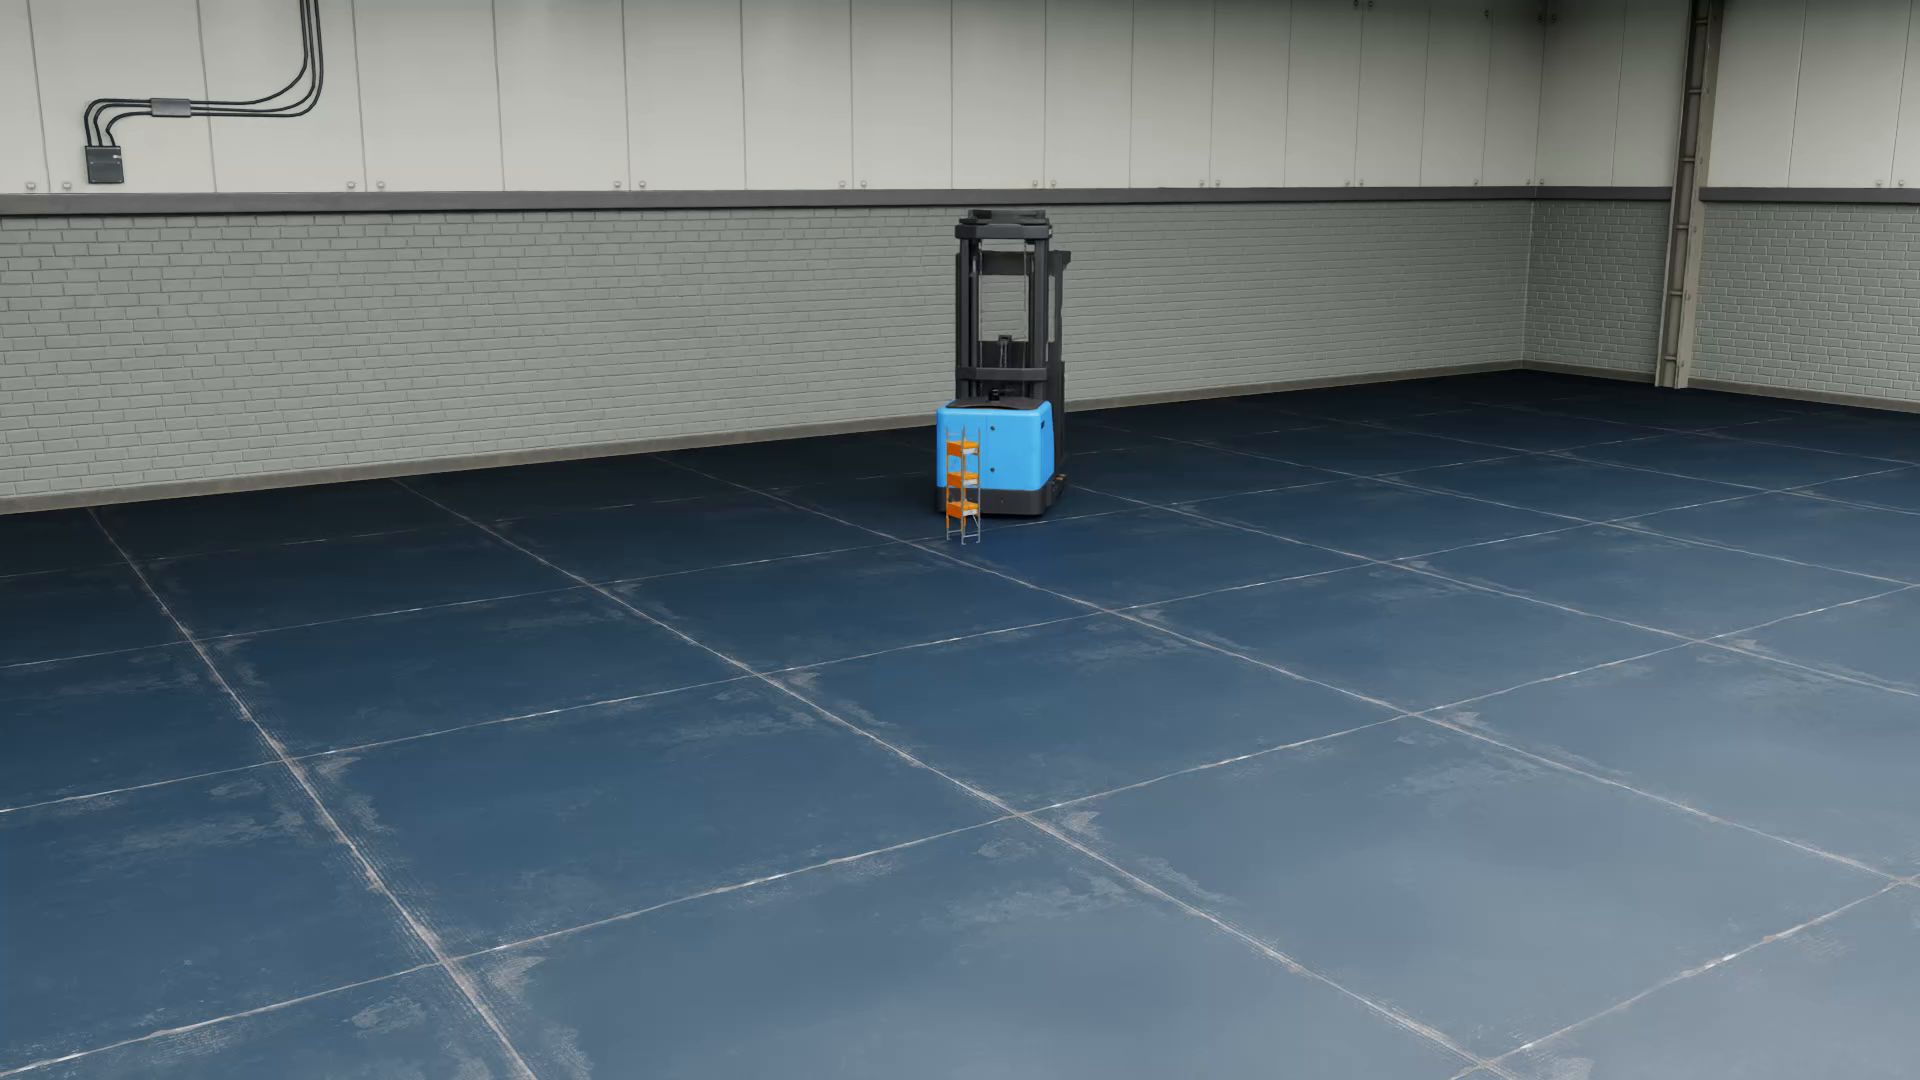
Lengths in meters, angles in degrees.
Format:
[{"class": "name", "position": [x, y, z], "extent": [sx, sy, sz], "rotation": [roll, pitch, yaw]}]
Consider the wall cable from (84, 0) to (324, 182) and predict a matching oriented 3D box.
[{"class": "wall cable", "position": [-7.555, -6.565, 16.247], "extent": [2.305, 6.003, 0.169], "rotation": [-8, 15, -33]}]

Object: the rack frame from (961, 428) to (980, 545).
[{"class": "rack frame", "position": [0.097, -0.482, 14.995], "extent": [0.200, 1.050, 0.008], "rotation": [-8, 15, -33]}]

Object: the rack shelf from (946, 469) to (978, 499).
[{"class": "rack shelf", "position": [0.030, -0.493, 15.097], "extent": [0.215, 0.259, 0.240], "rotation": [-8, 15, -33]}]

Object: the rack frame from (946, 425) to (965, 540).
[{"class": "rack frame", "position": [-0.038, -0.525, 15.194], "extent": [0.200, 1.050, 0.008], "rotation": [-8, 15, -33]}]

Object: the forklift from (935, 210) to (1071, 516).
[{"class": "forklift", "position": [0.543, -1.936, 17.243], "extent": [1.130, 2.935, 3.031], "rotation": [2, 13, 11]}]

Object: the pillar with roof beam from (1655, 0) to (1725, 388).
[{"class": "pillar with roof beam", "position": [7.704, -6.321, 23.092], "extent": [9.100, 9.000, 0.400], "rotation": [-8, 15, -33]}]

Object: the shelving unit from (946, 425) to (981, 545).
[{"class": "shelving unit", "position": [0.030, -0.503, 15.094], "extent": [0.215, 1.050, 0.252], "rotation": [-8, 15, -33]}]

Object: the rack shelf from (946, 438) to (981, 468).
[{"class": "rack shelf", "position": [0.030, -0.770, 15.036], "extent": [0.215, 0.259, 0.240], "rotation": [-8, 15, -33]}]

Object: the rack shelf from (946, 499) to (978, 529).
[{"class": "rack shelf", "position": [0.030, -0.222, 15.156], "extent": [0.215, 0.259, 0.240], "rotation": [-8, 15, -33]}]
